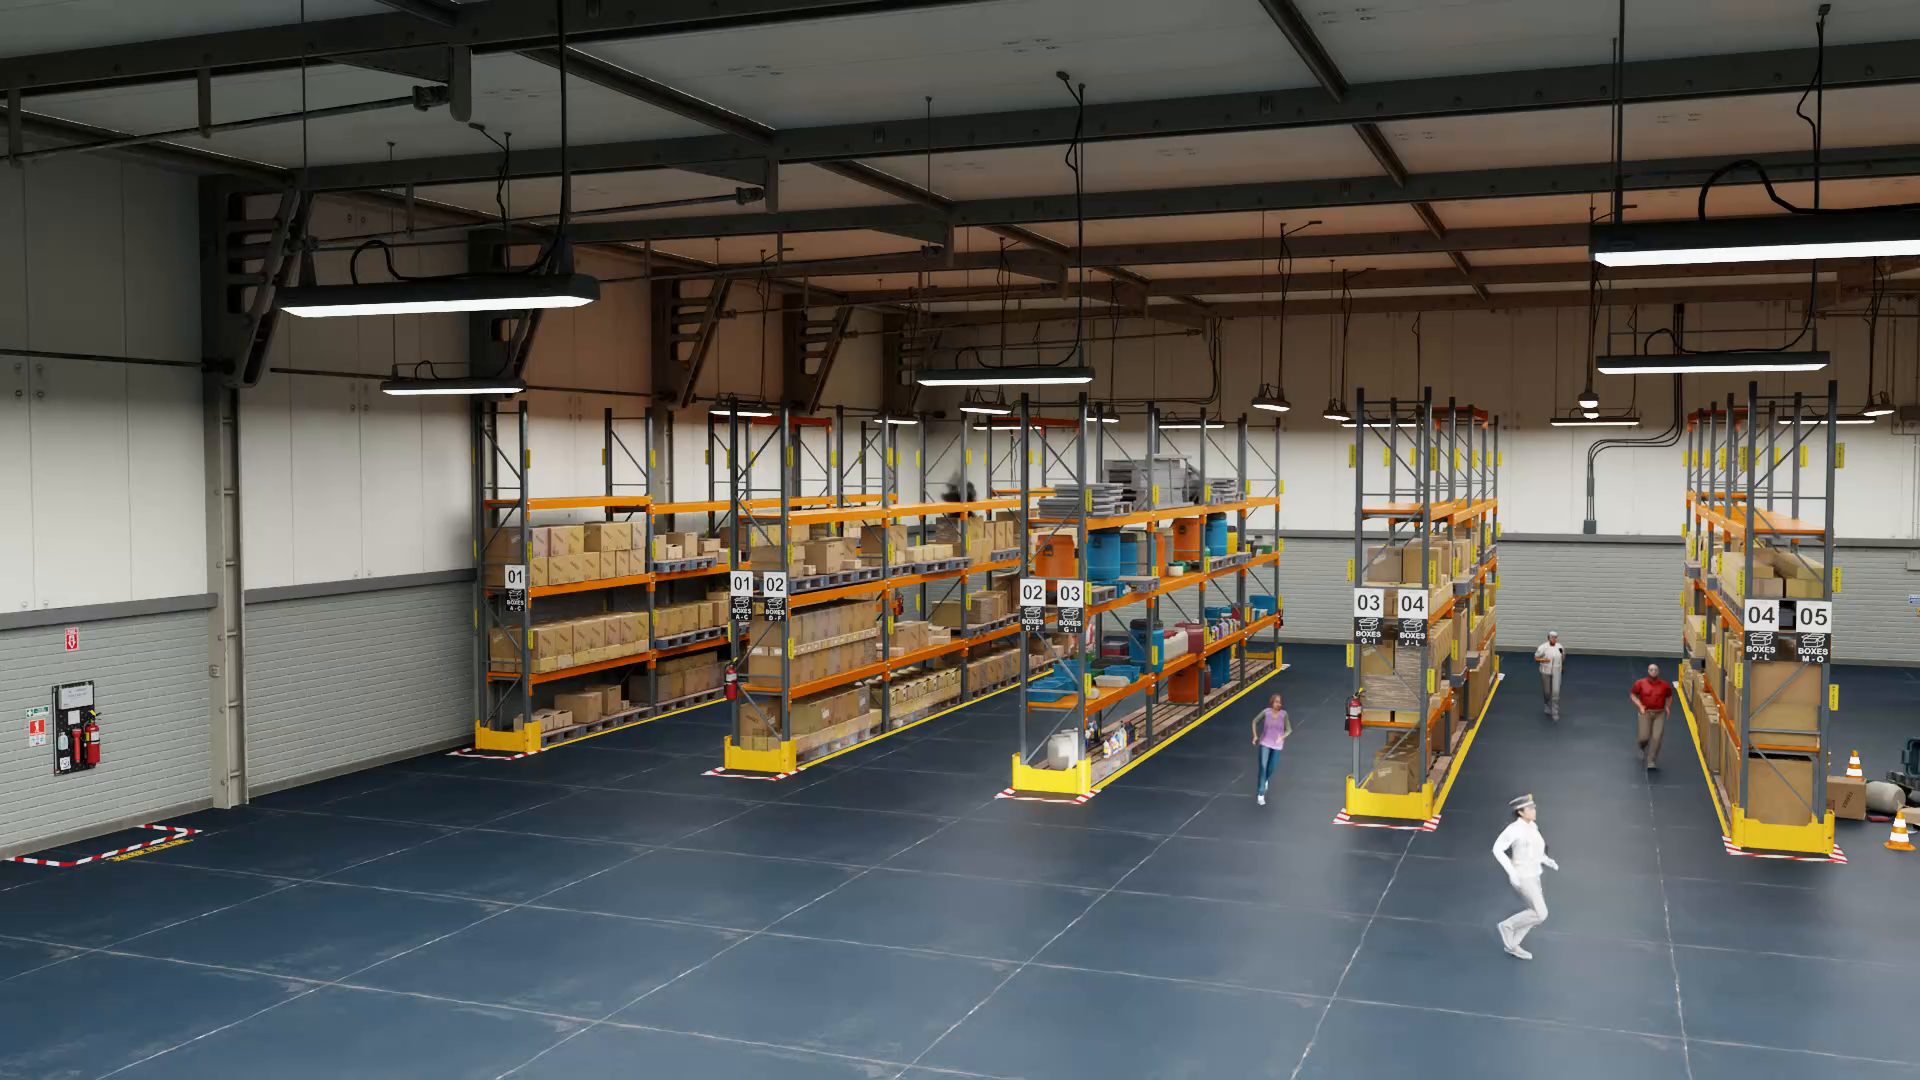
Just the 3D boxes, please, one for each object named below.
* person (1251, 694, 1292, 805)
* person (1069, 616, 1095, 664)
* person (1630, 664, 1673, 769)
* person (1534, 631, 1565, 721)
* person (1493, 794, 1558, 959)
[{"bbox_3d":[4.574,3.044,24.427,0.576,1.583,0.777,0,3,7],"label":"person"},{"bbox_3d":[2.651,2.401,35.480,0.672,1.739,0.591,1,3,11],"label":"person"},{"bbox_3d":[11.230,2.849,26.995,0.649,1.672,0.595,1,3,14],"label":"person"},{"bbox_3d":[11.423,2.608,32.212,0.587,1.699,0.865,1,3,13],"label":"person"},{"bbox_3d":[5.690,3.364,16.613,0.535,1.659,0.601,3,4,44],"label":"person"}]
